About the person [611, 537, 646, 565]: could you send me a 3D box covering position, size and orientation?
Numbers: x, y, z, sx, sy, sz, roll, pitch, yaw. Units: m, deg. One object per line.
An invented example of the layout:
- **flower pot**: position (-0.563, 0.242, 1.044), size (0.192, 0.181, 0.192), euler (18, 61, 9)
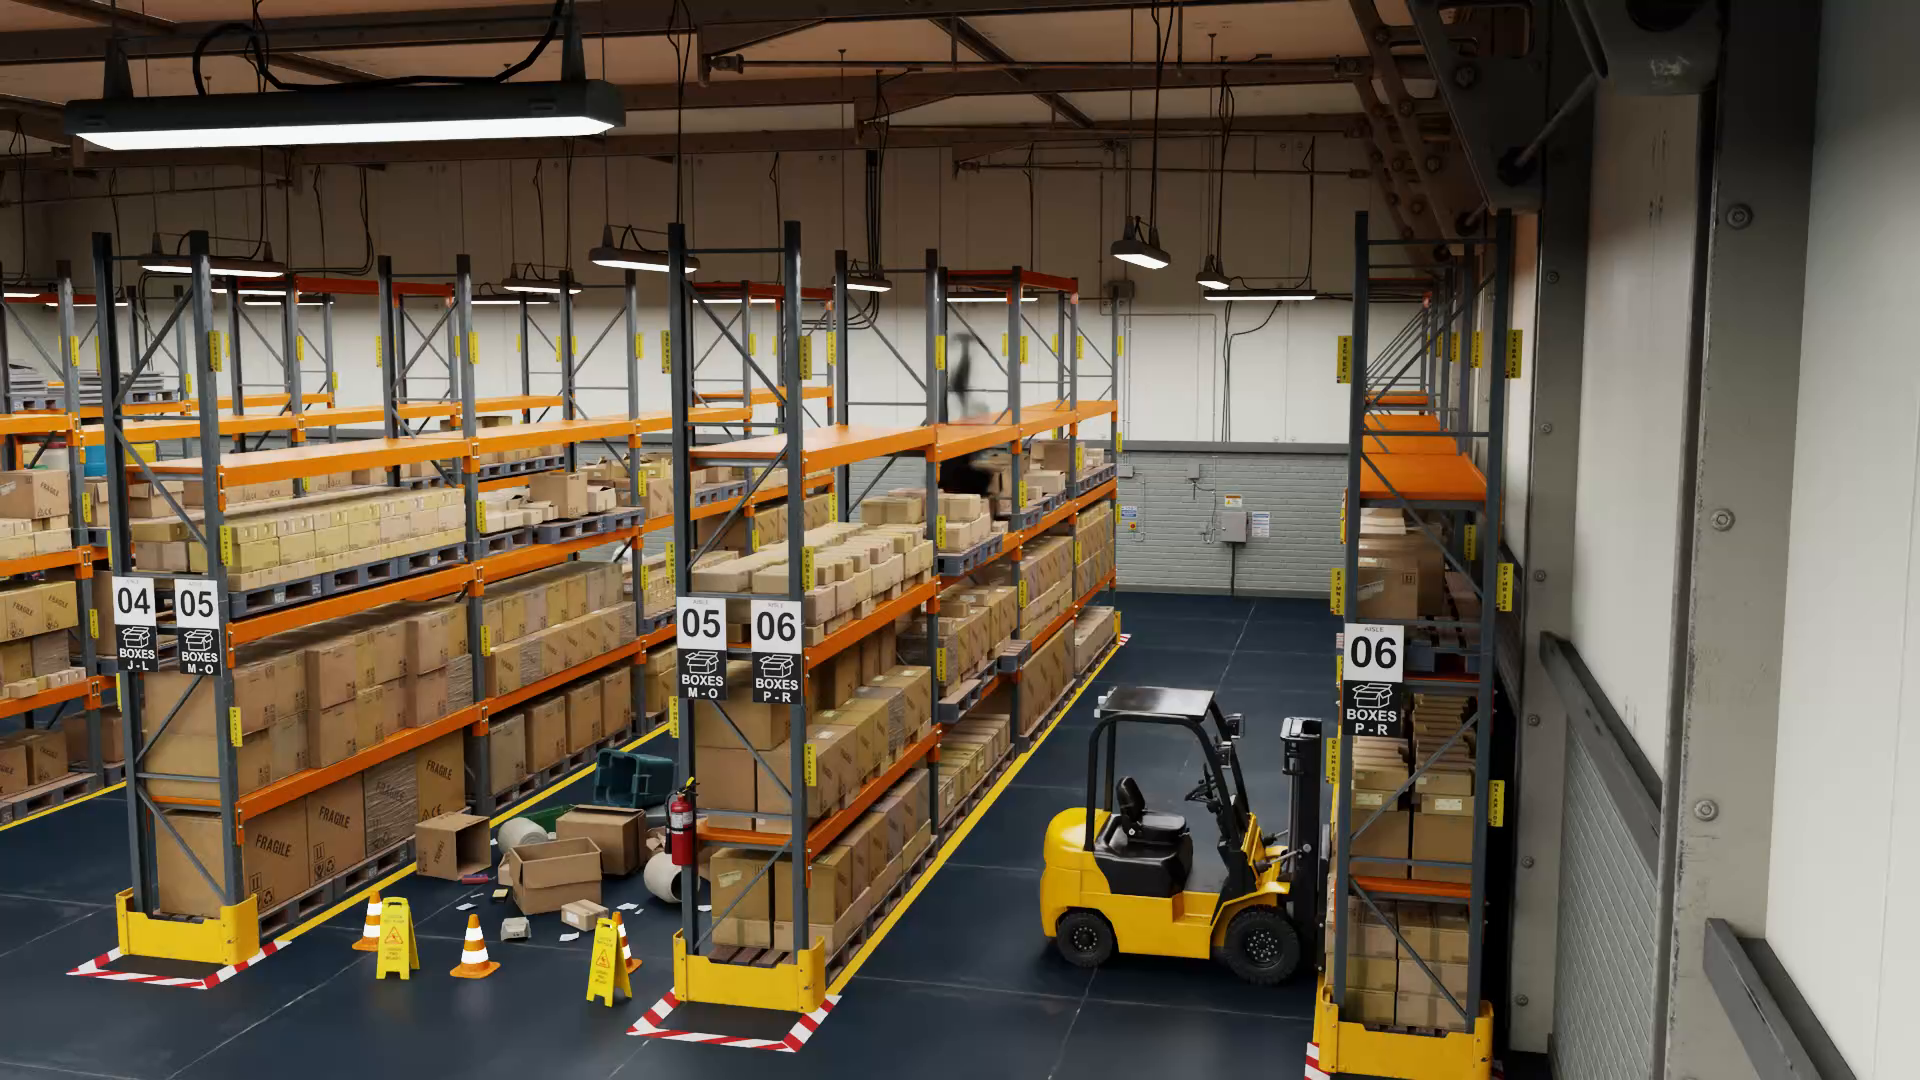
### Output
- **person**: position (-6.125, 0.611, 30.836), size (0.672, 1.609, 0.509), euler (-5, 9, -35)
